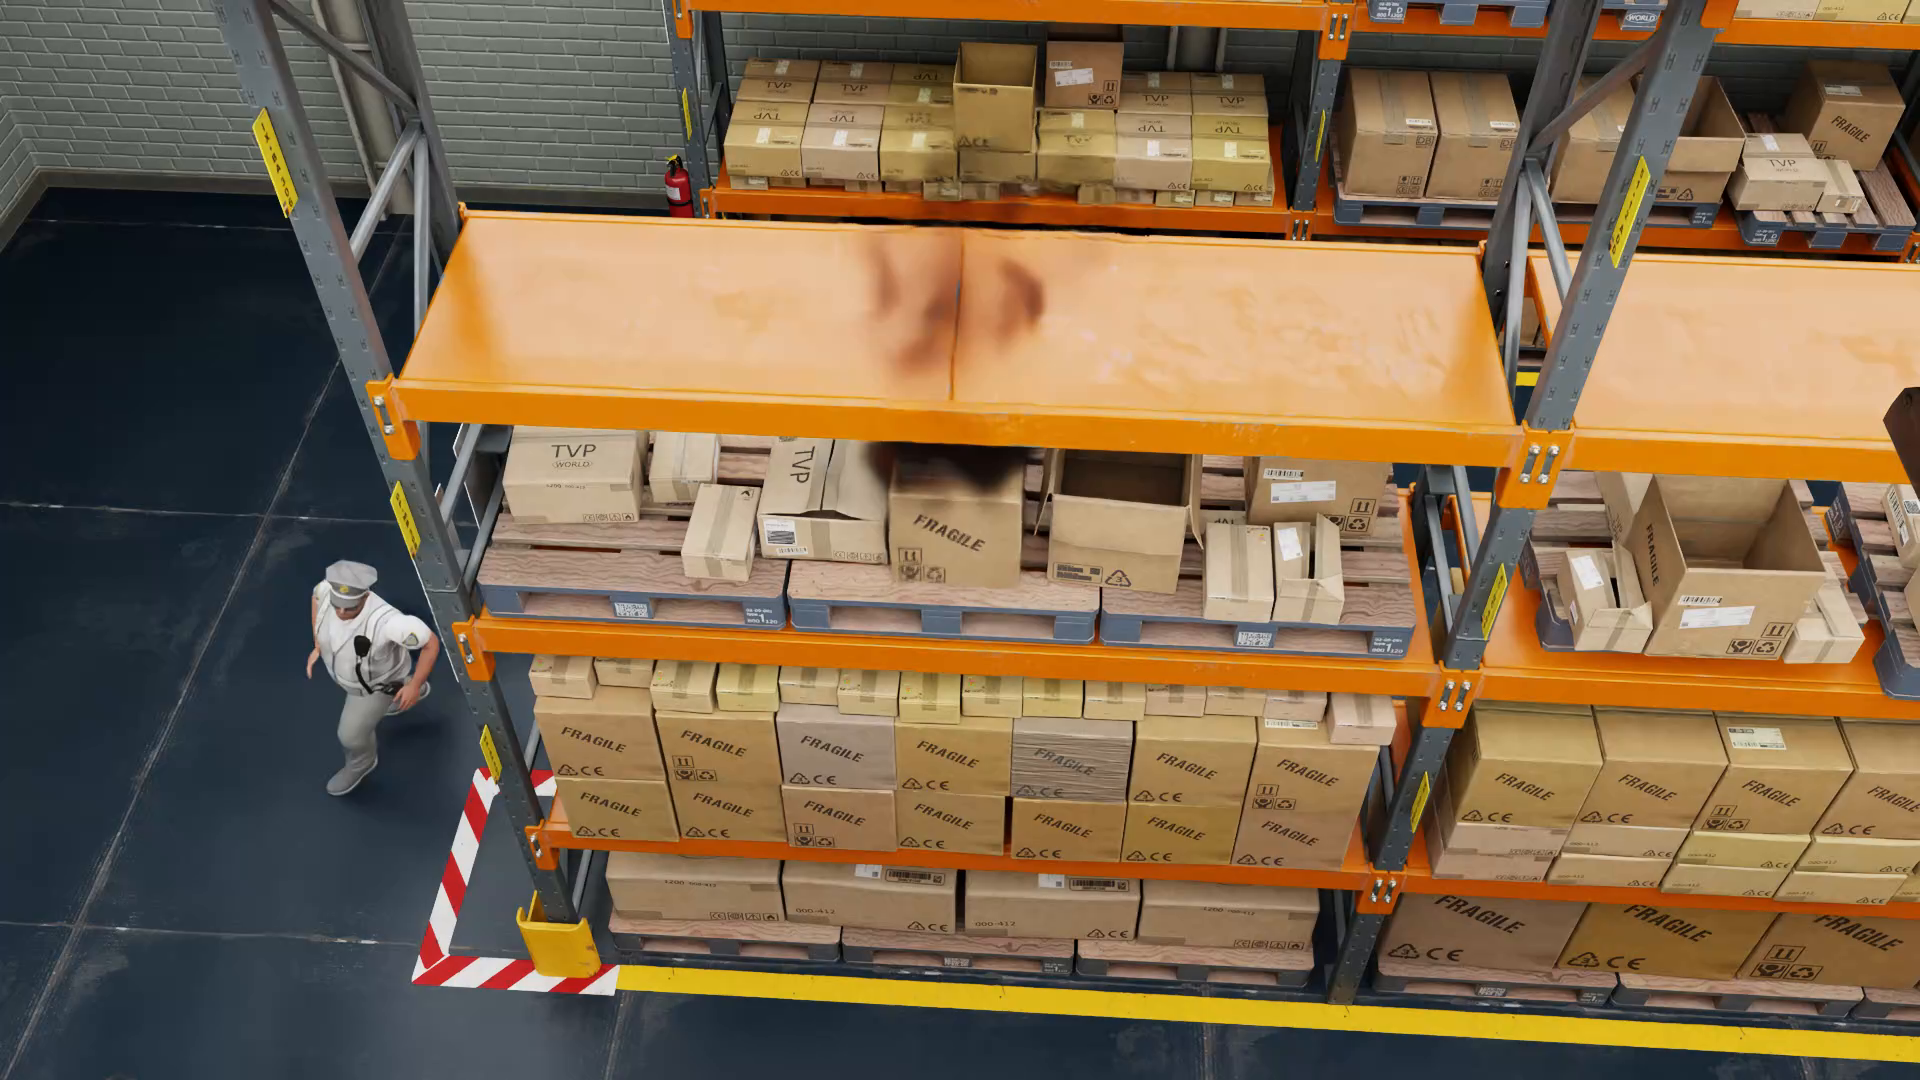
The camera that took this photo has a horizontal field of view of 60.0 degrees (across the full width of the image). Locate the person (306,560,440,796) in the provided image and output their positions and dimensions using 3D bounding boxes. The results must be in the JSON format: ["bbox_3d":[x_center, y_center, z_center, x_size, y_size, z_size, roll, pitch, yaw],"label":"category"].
[{"bbox_3d":[-3.128,0.695,8.814,0.811,1.771,0.797,28,54,23],"label":"person"}]
